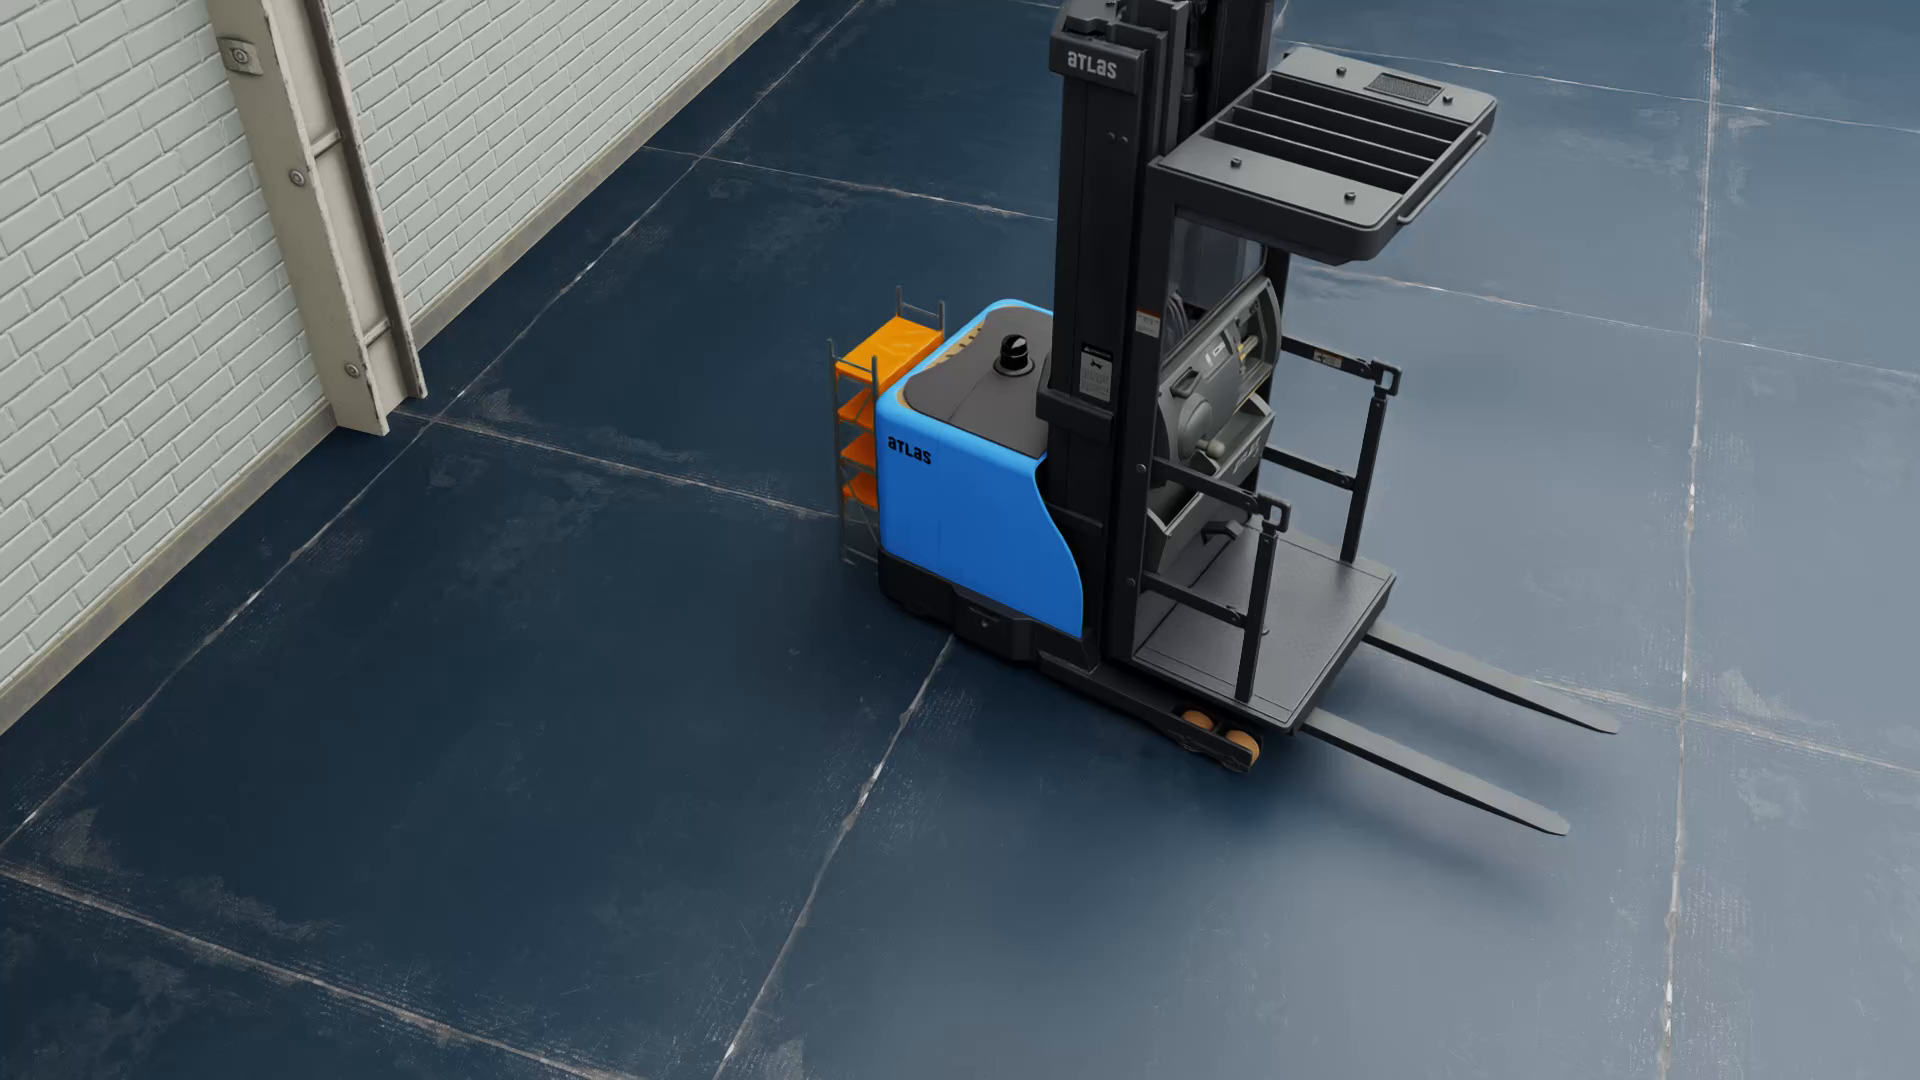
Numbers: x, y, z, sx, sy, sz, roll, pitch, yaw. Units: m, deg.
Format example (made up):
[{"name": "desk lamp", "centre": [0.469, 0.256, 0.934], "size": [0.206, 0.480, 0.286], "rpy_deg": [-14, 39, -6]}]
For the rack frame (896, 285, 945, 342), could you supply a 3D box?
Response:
[{"name": "rack frame", "centre": [-0.170, -0.590, 7.471], "size": [0.240, 1.200, 0.015], "rpy_deg": [23, 46, 25]}]

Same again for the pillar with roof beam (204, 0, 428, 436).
[{"name": "pillar with roof beam", "centre": [1.088, -3.141, 4.452], "size": [9.100, 9.000, 0.400], "rpy_deg": [13, 42, 15]}]

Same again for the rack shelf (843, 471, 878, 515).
[{"name": "rack shelf", "centre": [-0.304, -0.256, 7.488], "size": [0.258, 0.148, 0.480], "rpy_deg": [23, 46, 25]}]

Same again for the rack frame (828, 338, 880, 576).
[{"name": "rack frame", "centre": [-0.438, -0.325, 7.161], "size": [0.240, 1.200, 0.015], "rpy_deg": [23, 46, 25]}]

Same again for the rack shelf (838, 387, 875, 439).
[{"name": "rack shelf", "centre": [-0.304, -0.577, 7.214], "size": [0.258, 0.148, 0.480], "rpy_deg": [23, 46, 25]}]

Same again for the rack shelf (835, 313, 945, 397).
[{"name": "rack shelf", "centre": [-0.304, -0.757, 7.061], "size": [0.258, 0.148, 0.480], "rpy_deg": [23, 46, 25]}]

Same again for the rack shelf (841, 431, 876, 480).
[{"name": "rack shelf", "centre": [-0.304, -0.407, 7.359], "size": [0.258, 0.148, 0.480], "rpy_deg": [23, 46, 25]}]

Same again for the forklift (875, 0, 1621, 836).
[{"name": "forklift", "centre": [1.148, -0.589, 6.135], "size": [3.031, 2.935, 1.130], "rpy_deg": [24, 46, 25]}]

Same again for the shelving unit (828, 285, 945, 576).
[{"name": "shelving unit", "centre": [-0.304, -0.458, 7.316], "size": [0.258, 1.200, 0.503], "rpy_deg": [23, 46, 25]}]
